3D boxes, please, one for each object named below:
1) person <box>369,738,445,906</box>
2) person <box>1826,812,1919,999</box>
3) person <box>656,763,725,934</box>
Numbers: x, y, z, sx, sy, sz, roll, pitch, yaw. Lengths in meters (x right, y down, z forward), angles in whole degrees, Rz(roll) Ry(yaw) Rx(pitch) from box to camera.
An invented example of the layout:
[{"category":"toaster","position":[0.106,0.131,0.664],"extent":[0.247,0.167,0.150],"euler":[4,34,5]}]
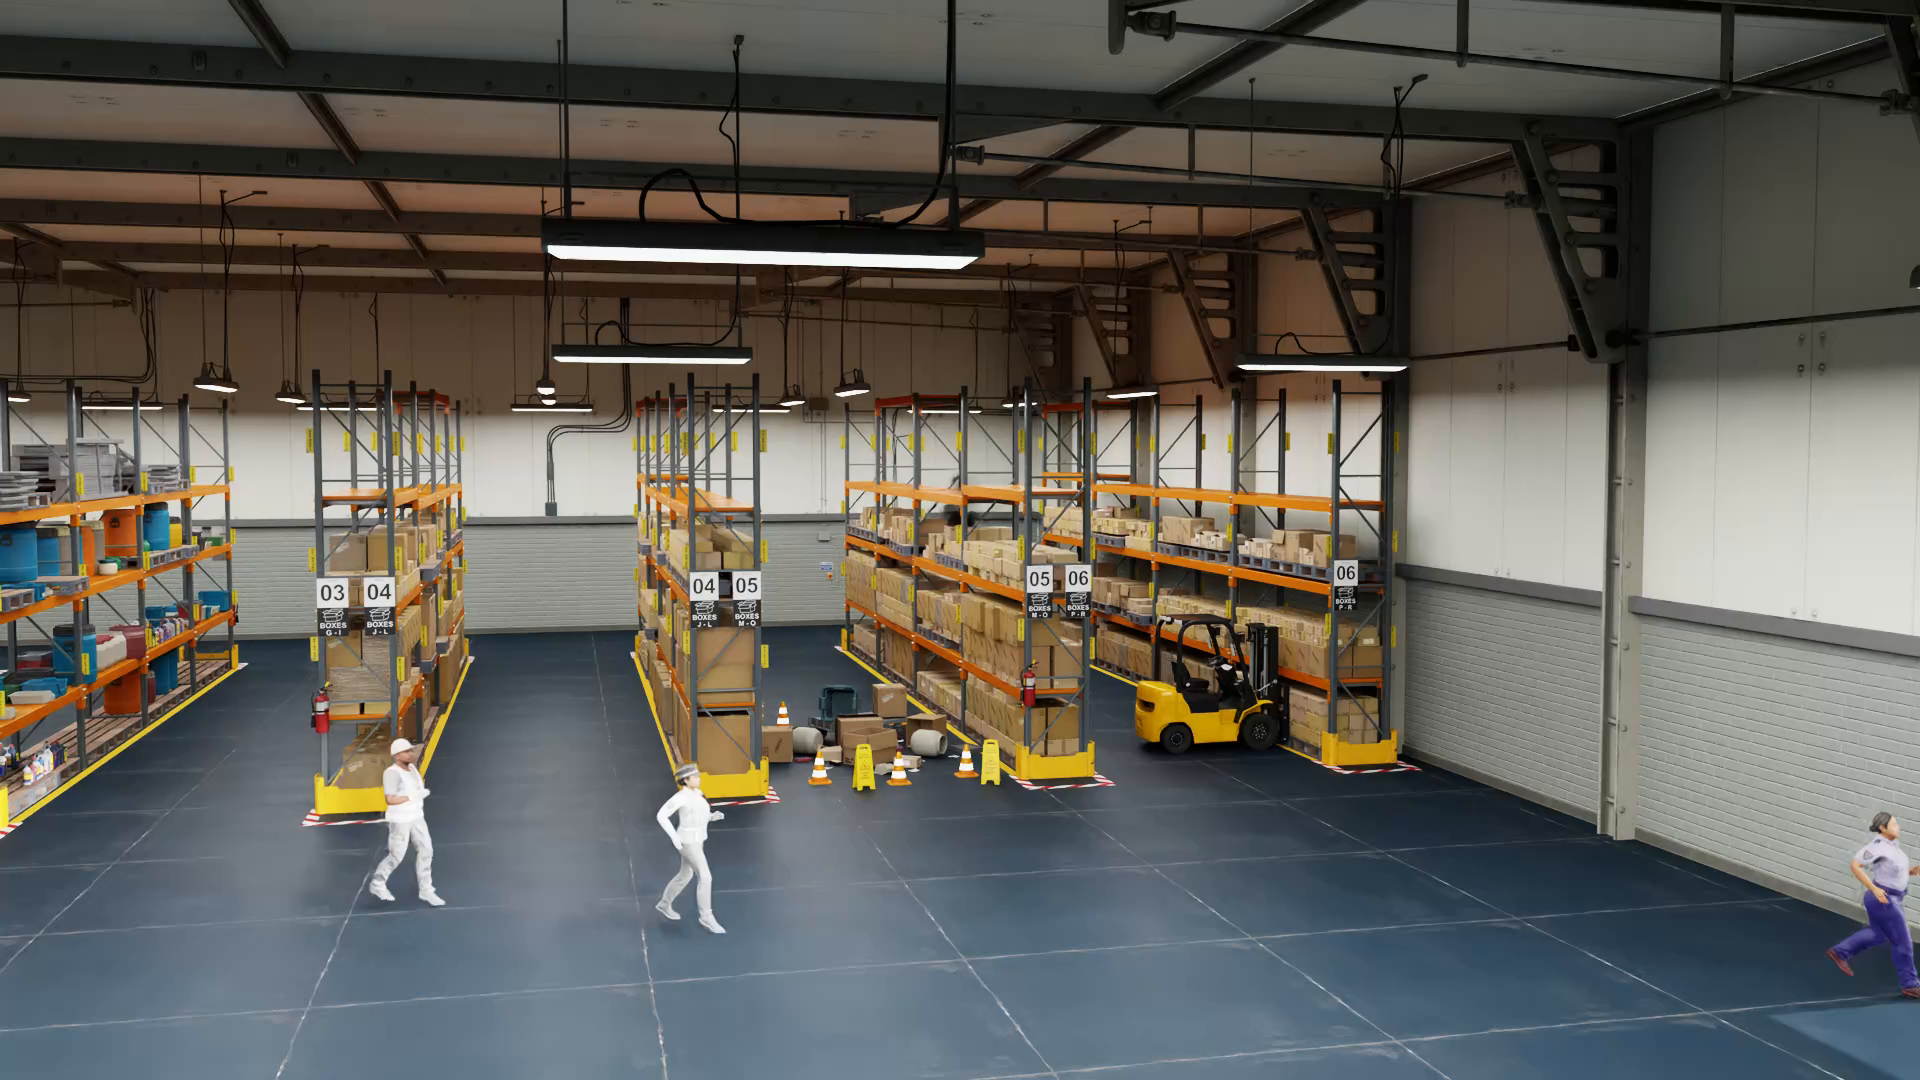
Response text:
[{"category":"person","position":[-6.002,3.052,17.971],"extent":[0.824,1.823,0.664],"euler":[1,3,15]},{"category":"person","position":[8.408,3.294,15.141],"extent":[0.943,1.619,0.607],"euler":[2,4,37]},{"category":"person","position":[-2.783,3.156,17.144],"extent":[0.791,1.742,0.587],"euler":[1,3,12]}]
